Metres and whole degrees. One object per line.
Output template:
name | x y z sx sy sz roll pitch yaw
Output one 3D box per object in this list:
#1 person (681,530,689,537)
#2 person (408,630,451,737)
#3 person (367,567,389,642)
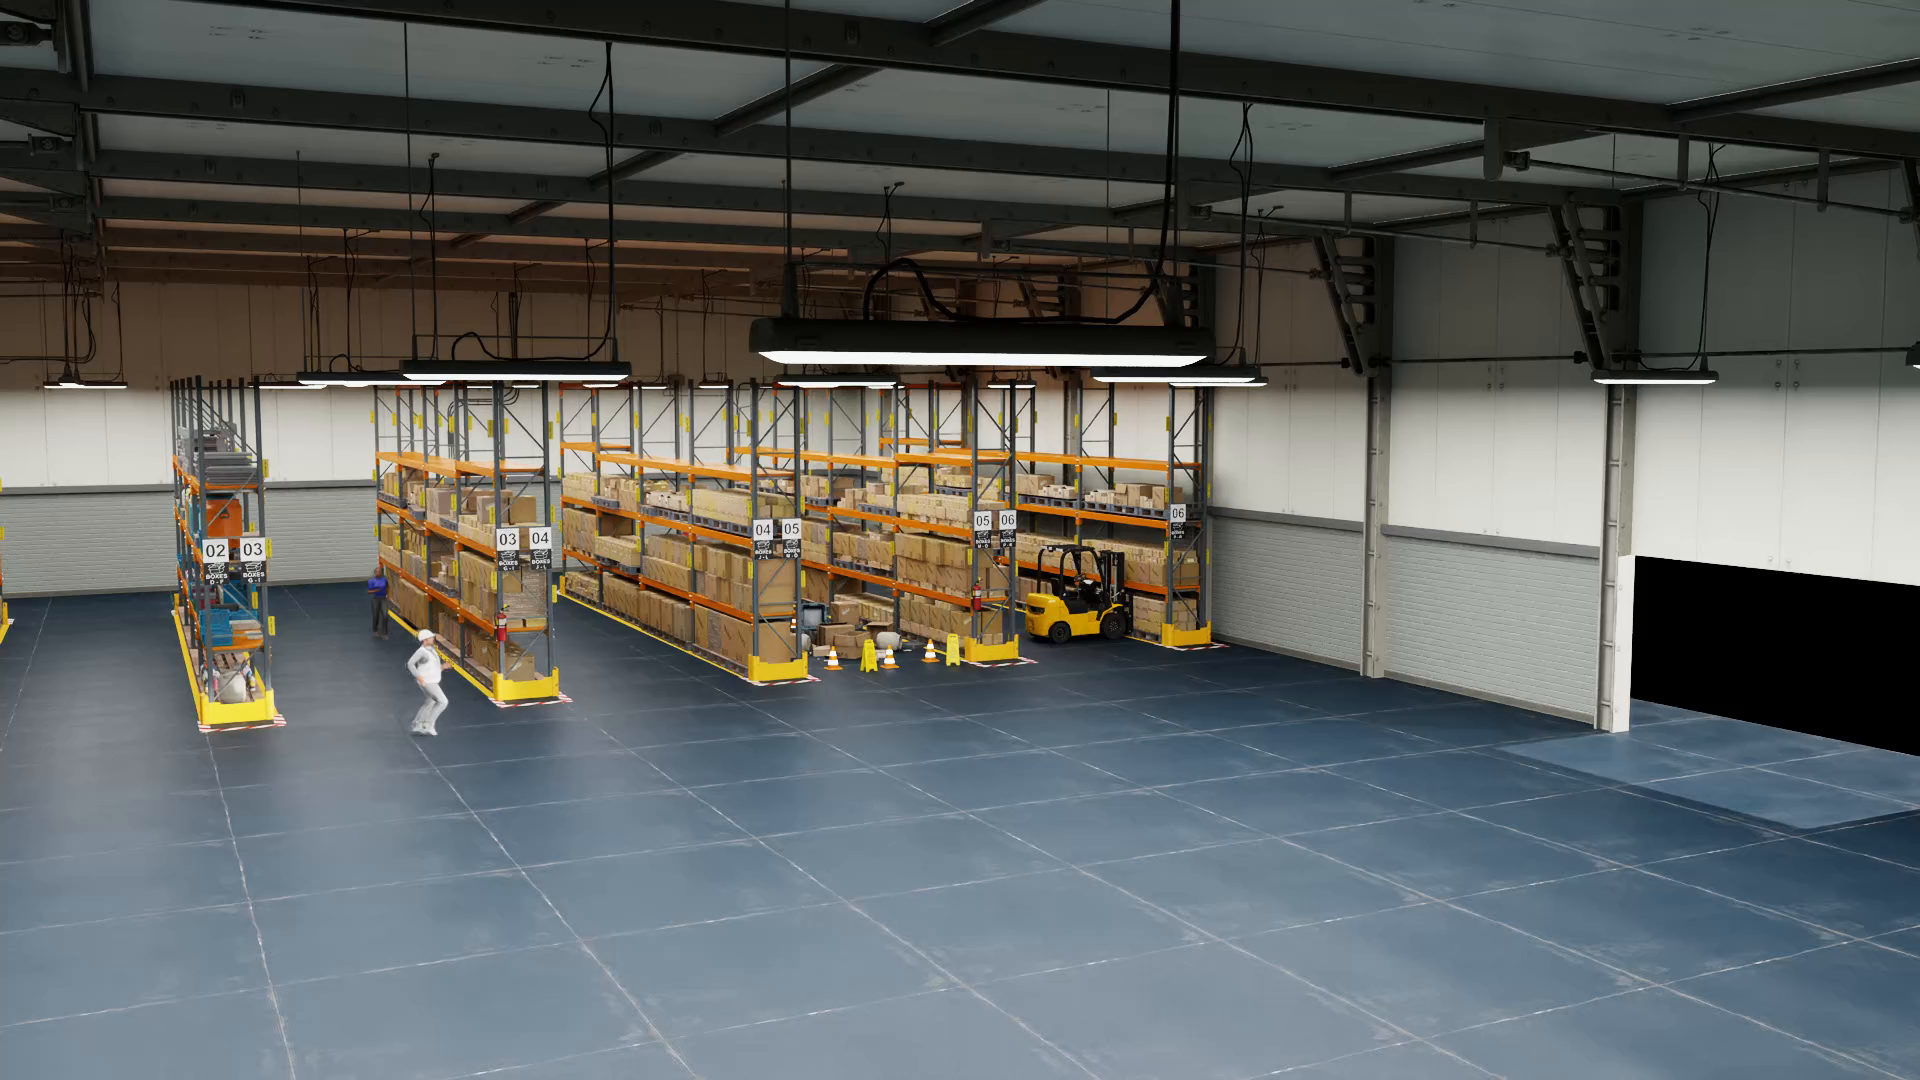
person | -8.326 0.393 50.294 0.868 1.781 0.659 -3 6 -29
person | -8.827 2.381 27.707 0.705 1.783 0.628 0 5 -4
person | -13.428 1.483 38.447 0.560 1.700 0.742 -3 6 -31
